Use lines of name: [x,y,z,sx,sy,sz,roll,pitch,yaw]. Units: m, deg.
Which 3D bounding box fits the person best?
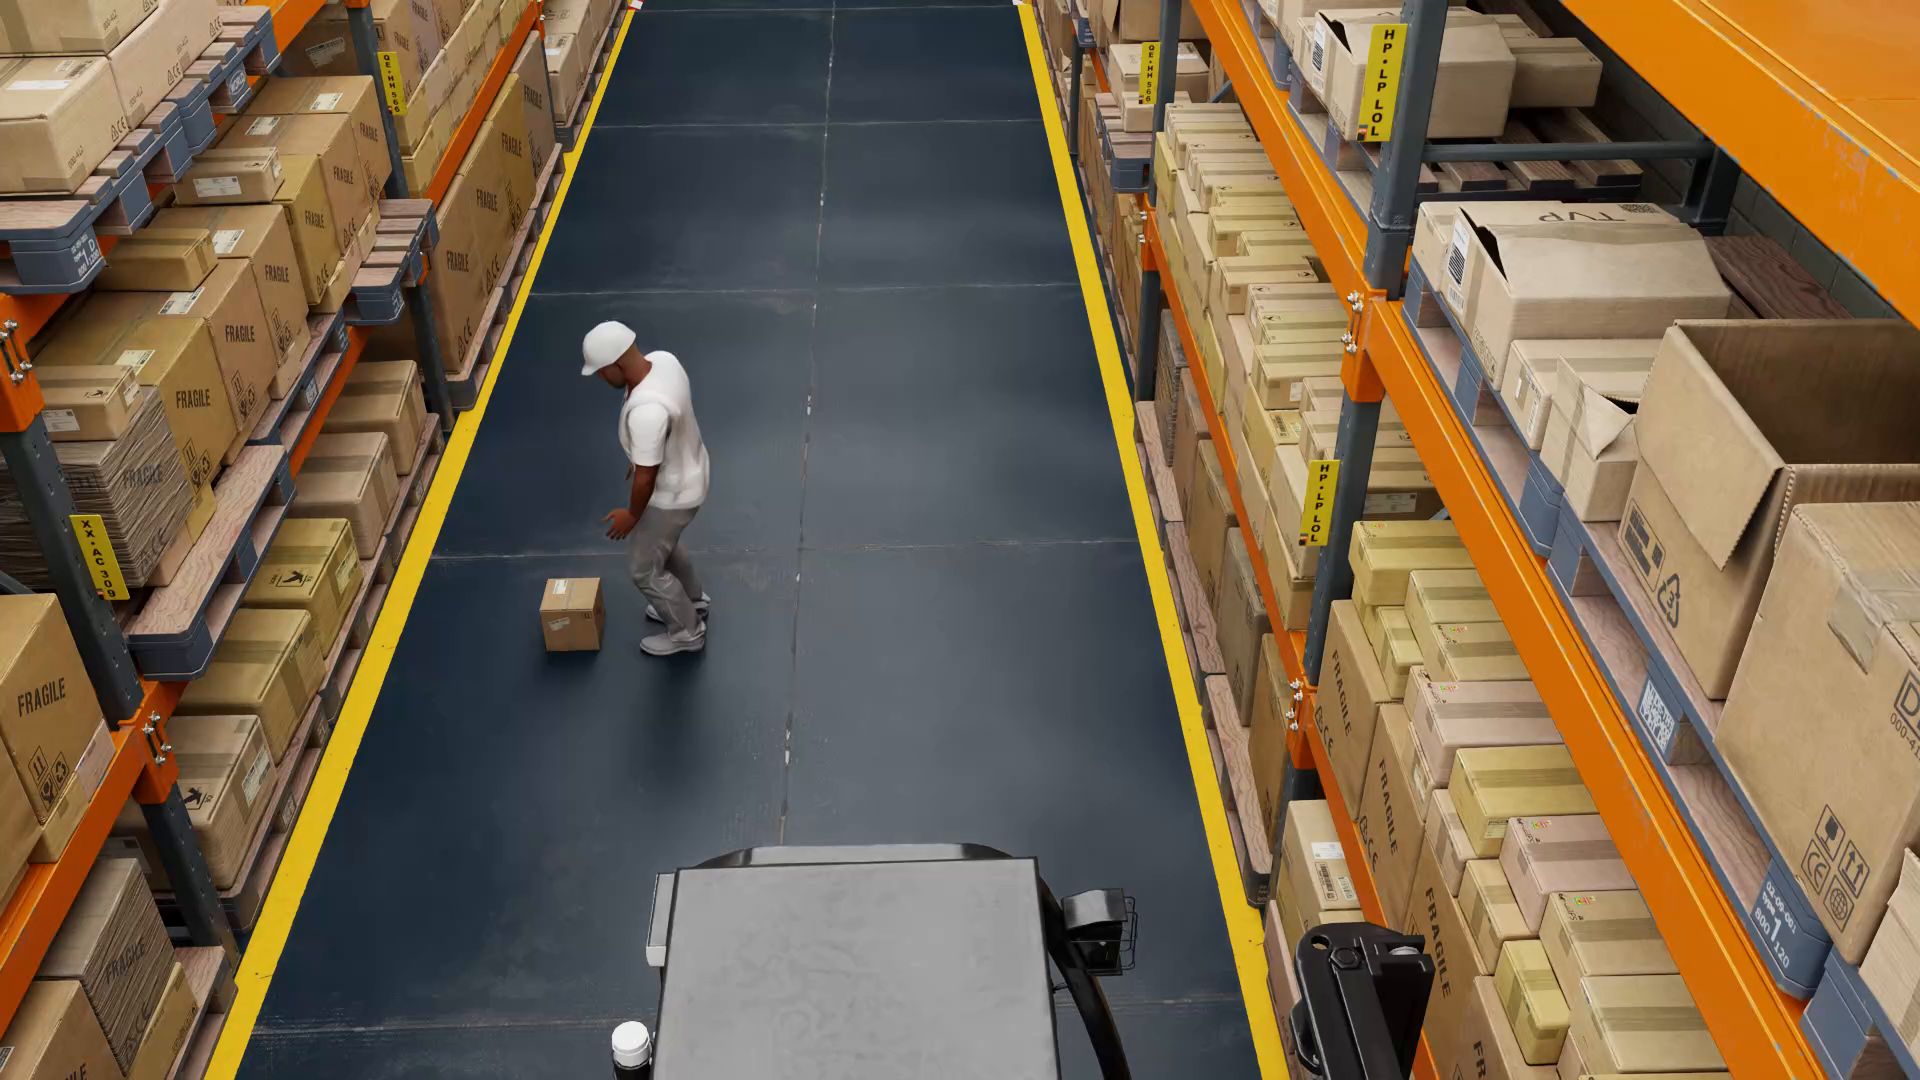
person: [-1.390,-0.231,7.568,0.491,1.696,0.598,-1,35,-1]
